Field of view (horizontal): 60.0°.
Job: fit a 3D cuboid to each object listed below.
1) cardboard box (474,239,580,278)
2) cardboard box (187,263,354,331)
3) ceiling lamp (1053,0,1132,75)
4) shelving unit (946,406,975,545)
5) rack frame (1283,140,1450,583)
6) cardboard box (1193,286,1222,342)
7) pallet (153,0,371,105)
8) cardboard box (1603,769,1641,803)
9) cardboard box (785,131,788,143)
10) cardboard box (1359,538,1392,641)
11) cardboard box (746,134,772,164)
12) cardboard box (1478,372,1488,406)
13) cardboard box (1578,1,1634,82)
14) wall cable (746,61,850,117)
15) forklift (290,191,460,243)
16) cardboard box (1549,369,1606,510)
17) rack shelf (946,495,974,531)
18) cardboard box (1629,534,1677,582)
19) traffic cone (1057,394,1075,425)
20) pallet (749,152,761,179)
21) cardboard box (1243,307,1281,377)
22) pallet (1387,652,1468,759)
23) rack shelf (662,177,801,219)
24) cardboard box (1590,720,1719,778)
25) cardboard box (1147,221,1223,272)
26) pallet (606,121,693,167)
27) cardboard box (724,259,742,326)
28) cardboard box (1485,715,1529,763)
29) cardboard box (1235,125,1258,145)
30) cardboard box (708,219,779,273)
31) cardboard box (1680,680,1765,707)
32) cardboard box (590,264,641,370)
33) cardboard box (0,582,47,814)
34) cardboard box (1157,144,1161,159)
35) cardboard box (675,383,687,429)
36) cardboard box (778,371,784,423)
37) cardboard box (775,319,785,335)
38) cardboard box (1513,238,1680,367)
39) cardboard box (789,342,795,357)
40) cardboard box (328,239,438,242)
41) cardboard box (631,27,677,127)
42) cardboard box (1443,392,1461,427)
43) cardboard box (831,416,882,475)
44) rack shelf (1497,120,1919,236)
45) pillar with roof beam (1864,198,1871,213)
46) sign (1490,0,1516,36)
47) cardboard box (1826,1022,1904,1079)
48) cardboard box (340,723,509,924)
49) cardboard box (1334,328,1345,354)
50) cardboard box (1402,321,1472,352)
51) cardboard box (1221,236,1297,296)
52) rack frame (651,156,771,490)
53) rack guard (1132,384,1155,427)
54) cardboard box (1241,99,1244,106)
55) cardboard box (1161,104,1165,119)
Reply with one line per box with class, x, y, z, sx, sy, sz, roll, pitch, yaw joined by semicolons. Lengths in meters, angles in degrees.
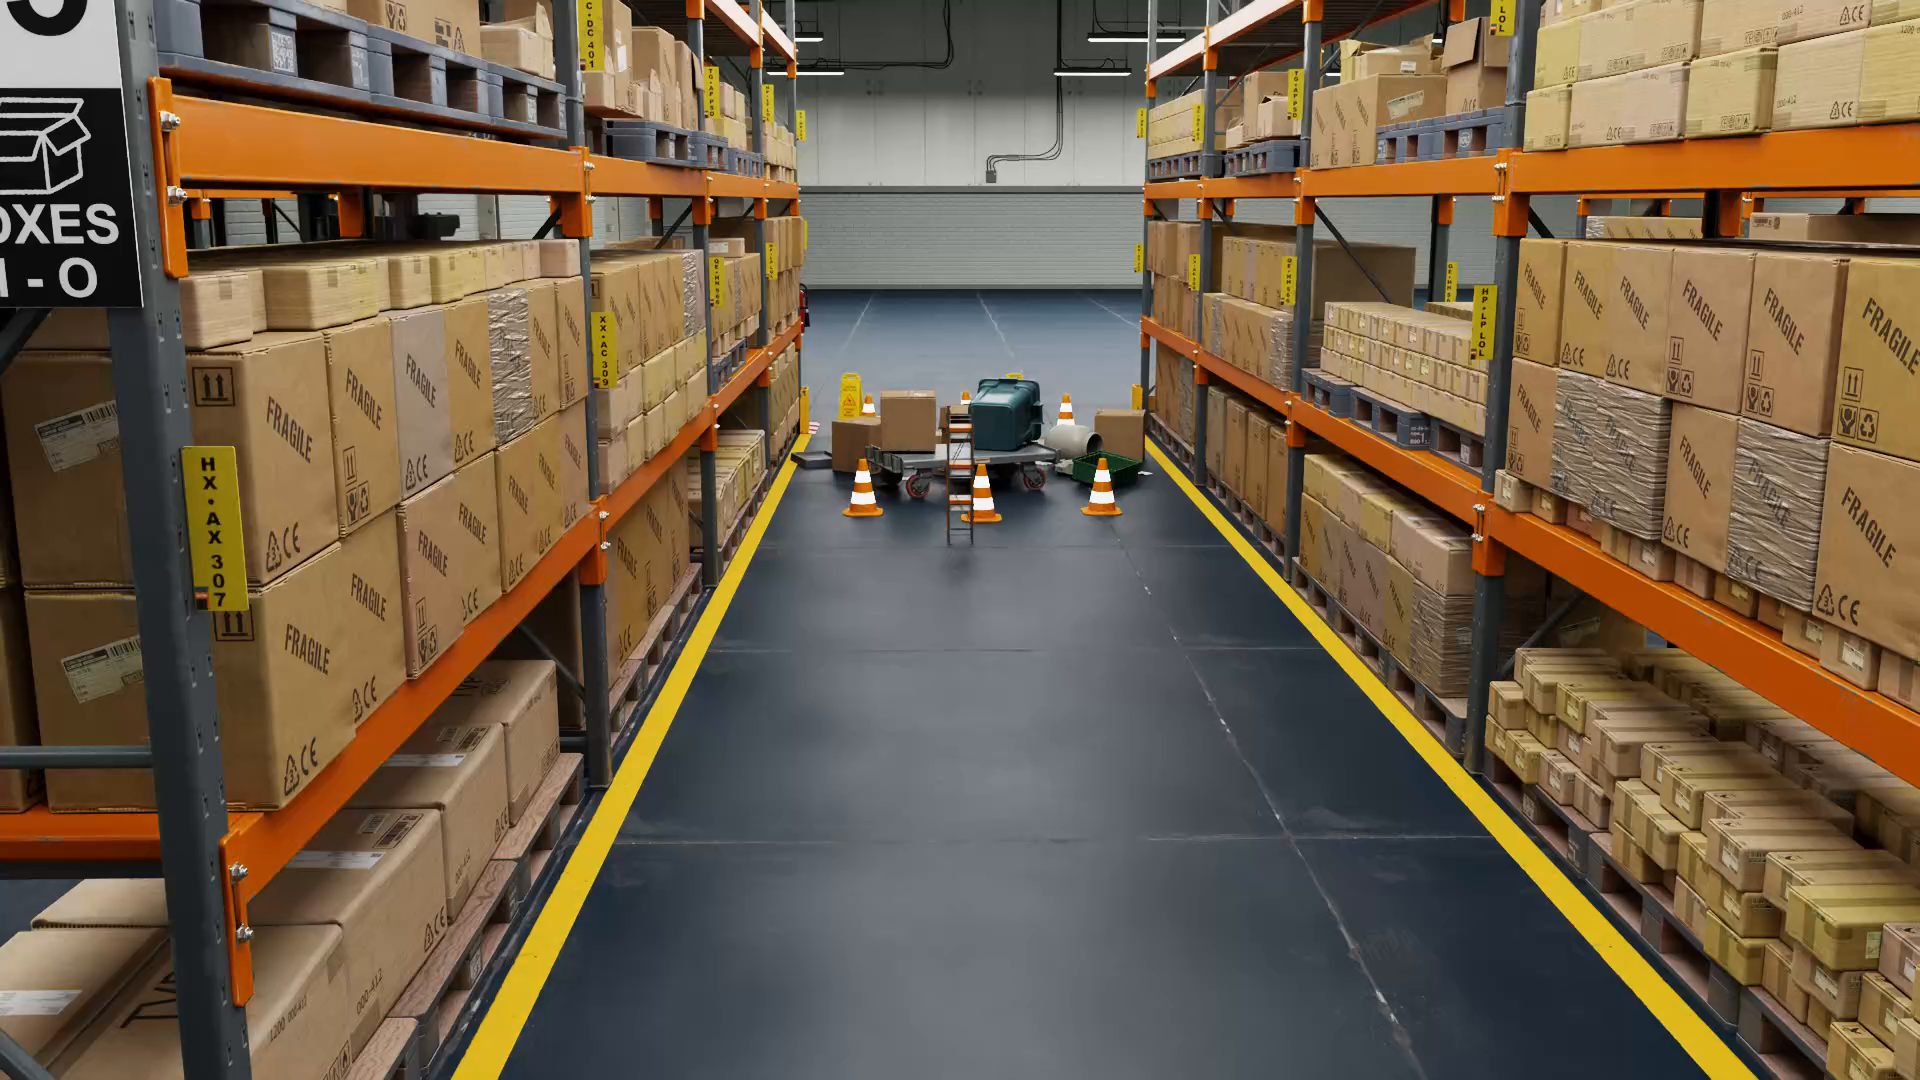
cardboard box;-1.763;-1.149;6.778;0.380;0.149;0.250;0;11;-2
cardboard box;-1.703;-0.589;4.020;0.380;0.149;0.250;0;11;1
ceiling lamp;3.412;-13.620;42.878;2.000;3.185;0.800;0;11;-1
shelving unit;0.001;-0.504;12.902;0.215;1.050;0.252;0;11;-1
rack frame;2.776;-1.187;11.366;1.000;3.000;0.127;0;11;-1
cardboard box;2.674;-2.129;15.632;0.875;0.550;0.550;0;11;-1
pallet;-2.031;-1.130;3.765;1.003;0.211;1.213;0;11;-1
cardboard box;2.667;0.934;6.279;0.380;0.149;0.250;0;11;1
cardboard box;-2.043;-4.307;17.824;0.380;0.149;0.250;0;11;-2
cardboard box;2.575;0.277;9.379;0.500;0.500;0.500;0;11;-2
cardboard box;-1.989;-3.573;15.210;0.500;0.250;0.500;0;11;-2
cardboard box;2.653;-0.699;7.786;0.380;0.149;0.250;0;11;1
cardboard box;2.635;-1.838;6.149;0.500;0.250;0.500;0;11;-1
wall cable;-4.839;-13.033;49.774;3.097;2.526;0.112;0;11;-1
forklift;-4.801;-1.679;13.962;1.130;2.935;3.031;0;11;-2
cardboard box;2.635;-0.389;6.432;0.500;0.500;0.500;0;11;-1
rack shelf;0.001;-0.221;12.960;0.215;0.259;0.240;0;11;-1
cardboard box;2.613;0.050;5.898;0.380;0.149;0.250;0;11;1
traffic cone;1.202;-1.423;18.908;0.336;0.463;0.334;0;11;-1
pallet;-2.347;-3.197;14.199;1.213;0.211;1.003;0;11;-1
cardboard box;2.479;-1.523;12.771;0.500;0.500;0.500;0;11;-2
pallet;2.841;0.820;8.487;1.003;0.211;1.213;0;11;-1
rack shelf;-2.295;-3.457;16.819;1.077;0.370;4.000;0;11;-1
cardboard box;2.612;0.785;6.263;0.380;0.149;0.250;0;11;0
cardboard box;2.580;-3.306;18.718;0.875;0.550;0.550;0;11;-1
pallet;-2.078;-2.174;9.162;1.003;0.211;1.213;0;11;1
cardboard box;-1.987;-1.946;13.052;0.500;0.500;0.500;-1;11;-3
cardboard box;2.545;0.873;7.325;0.380;0.149;0.250;-1;11;-4
cardboard box;2.463;-3.304;13.582;0.380;0.149;0.250;0;11;-1
cardboard box;-2.046;-2.715;15.383;0.700;0.500;0.500;0;11;-2
cardboard box;3.184;0.678;6.793;0.380;0.149;0.250;0;11;-2
cardboard box;-1.848;-1.080;8.073;0.500;0.500;0.500;0;11;-1
cardboard box;-2.280;0.300;3.785;0.500;0.500;0.500;0;11;-1
cardboard box;2.314;-4.159;17.794;0.380;0.149;0.250;0;11;-1
cardboard box;-1.880;-0.772;9.697;0.500;0.250;0.500;0;11;-2
cardboard box;-2.018;-1.392;16.351;0.500;0.500;0.500;0;11;1
cardboard box;-1.956;-2.137;16.680;0.380;0.149;0.250;0;11;-1
cardboard box;2.625;-0.986;6.861;0.500;0.500;0.500;0;11;0
cardboard box;-1.984;-2.050;17.960;0.380;0.149;0.250;0;11;0
cardboard box;-2.341;-1.145;6.759;0.380;0.149;0.250;0;11;-2
cardboard box;-1.844;-2.522;9.096;0.500;0.500;0.500;0;11;-1
cardboard box;2.644;-0.654;8.314;0.380;0.149;0.250;0;11;-1
cardboard box;-0.915;-0.937;16.412;0.500;0.500;0.500;9;15;38
rack shelf;2.900;-1.112;5.260;1.077;0.370;4.000;0;11;-1
pillar with roof beam;18.508;-10.396;41.671;9.100;9.000;0.548;0;11;-1
sign;2.304;-2.305;7.043;0.100;0.325;0.005;0;11;-1
cardboard box;2.616;1.440;4.531;0.380;0.149;0.250;0;11;1
cardboard box;-2.163;1.002;5.966;0.875;0.438;0.875;-1;11;-3
cardboard box;2.593;-1.265;10.576;0.380;0.149;0.250;0;11;2
cardboard box;2.629;-1.104;9.037;0.380;0.149;0.250;-1;11;-4
cardboard box;2.710;-2.423;14.690;0.700;0.500;0.500;0;11;-2
rack frame;-2.253;-1.942;15.086;1.000;3.000;0.127;0;11;-1
rack guard;2.610;-1.557;19.477;1.175;0.500;0.348;0;11;-1
cardboard box;2.998;-4.301;16.492;0.380;0.149;0.250;0;11;-1
cardboard box;2.320;-4.500;17.471;0.380;0.149;0.250;0;11;-2
